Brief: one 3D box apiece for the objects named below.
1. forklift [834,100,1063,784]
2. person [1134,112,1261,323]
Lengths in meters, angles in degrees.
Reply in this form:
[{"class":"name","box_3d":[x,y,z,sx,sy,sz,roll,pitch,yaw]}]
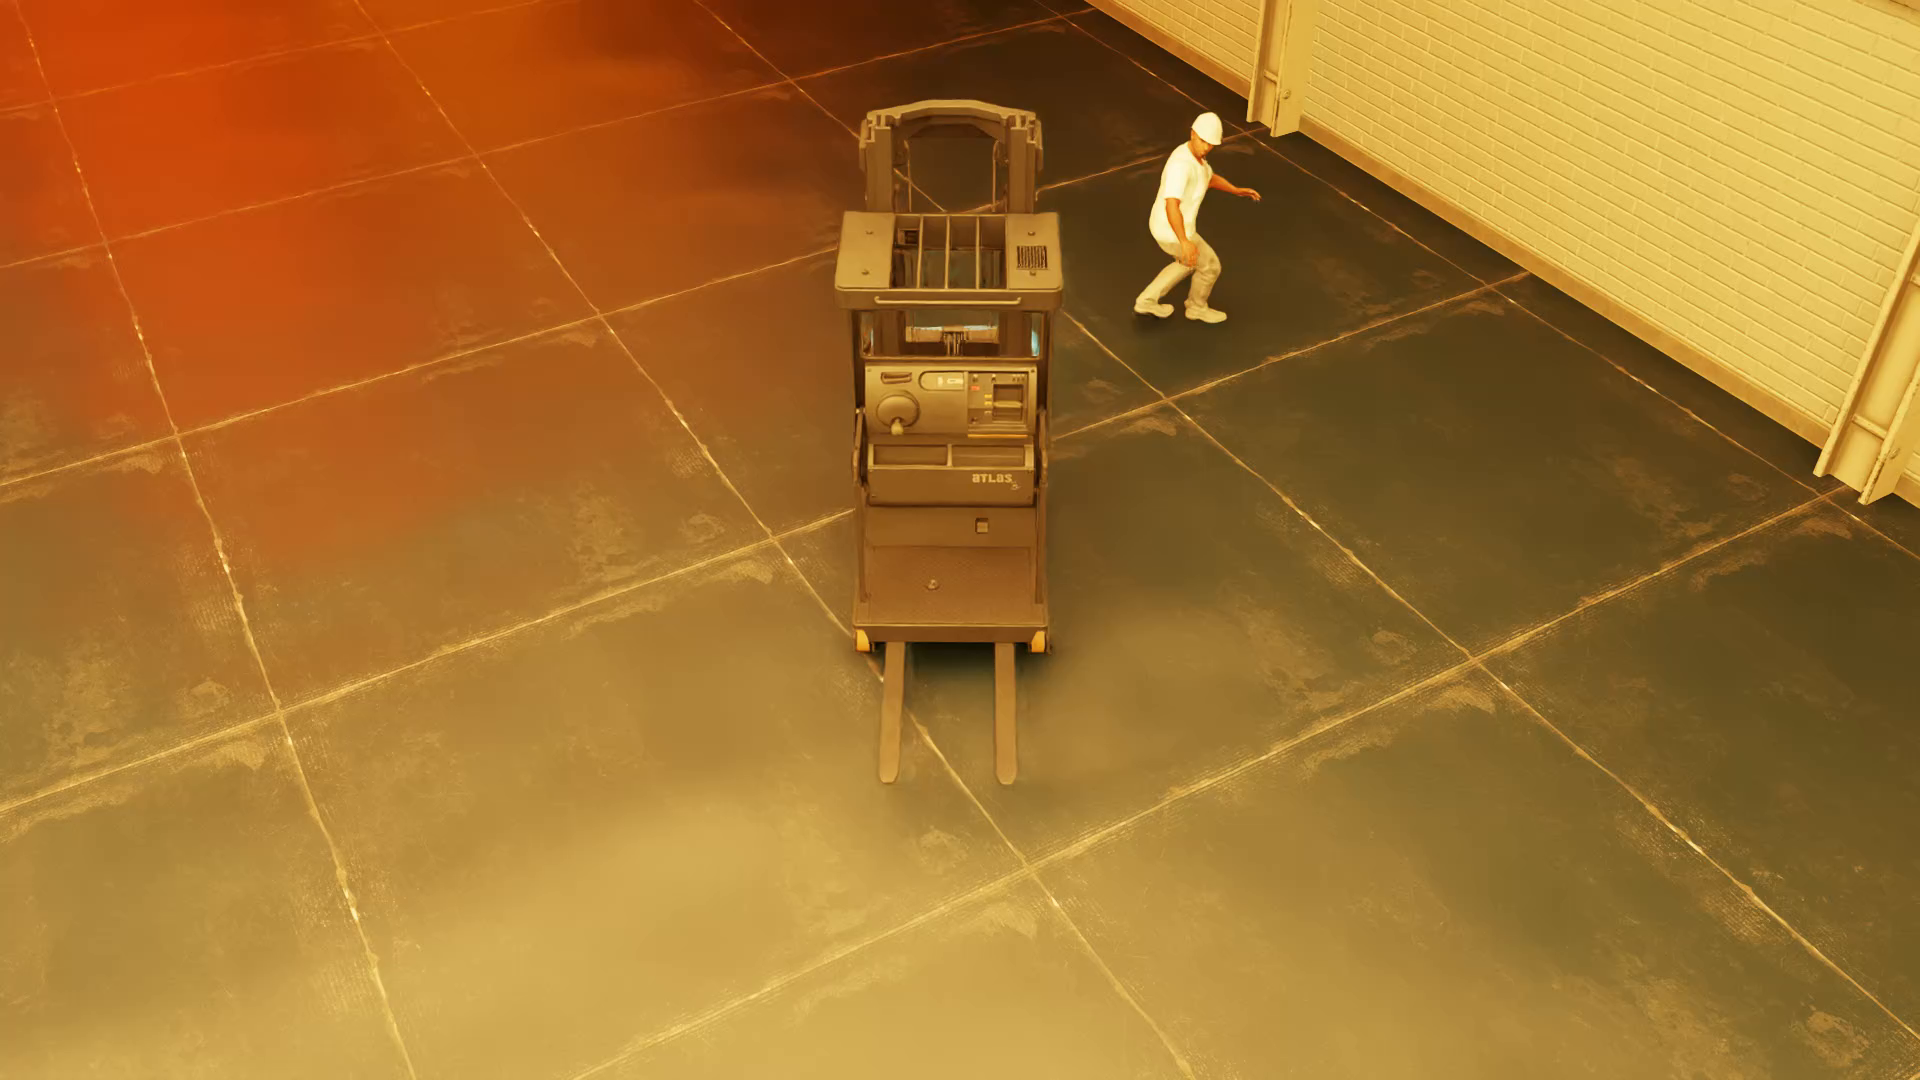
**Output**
[{"class":"forklift","box_3d":[-0.049,-0.682,8.859,1.130,2.935,3.031,0,40,0]},{"class":"person","box_3d":[1.701,-2.186,11.700,0.855,1.625,0.928,0,40,0]}]
